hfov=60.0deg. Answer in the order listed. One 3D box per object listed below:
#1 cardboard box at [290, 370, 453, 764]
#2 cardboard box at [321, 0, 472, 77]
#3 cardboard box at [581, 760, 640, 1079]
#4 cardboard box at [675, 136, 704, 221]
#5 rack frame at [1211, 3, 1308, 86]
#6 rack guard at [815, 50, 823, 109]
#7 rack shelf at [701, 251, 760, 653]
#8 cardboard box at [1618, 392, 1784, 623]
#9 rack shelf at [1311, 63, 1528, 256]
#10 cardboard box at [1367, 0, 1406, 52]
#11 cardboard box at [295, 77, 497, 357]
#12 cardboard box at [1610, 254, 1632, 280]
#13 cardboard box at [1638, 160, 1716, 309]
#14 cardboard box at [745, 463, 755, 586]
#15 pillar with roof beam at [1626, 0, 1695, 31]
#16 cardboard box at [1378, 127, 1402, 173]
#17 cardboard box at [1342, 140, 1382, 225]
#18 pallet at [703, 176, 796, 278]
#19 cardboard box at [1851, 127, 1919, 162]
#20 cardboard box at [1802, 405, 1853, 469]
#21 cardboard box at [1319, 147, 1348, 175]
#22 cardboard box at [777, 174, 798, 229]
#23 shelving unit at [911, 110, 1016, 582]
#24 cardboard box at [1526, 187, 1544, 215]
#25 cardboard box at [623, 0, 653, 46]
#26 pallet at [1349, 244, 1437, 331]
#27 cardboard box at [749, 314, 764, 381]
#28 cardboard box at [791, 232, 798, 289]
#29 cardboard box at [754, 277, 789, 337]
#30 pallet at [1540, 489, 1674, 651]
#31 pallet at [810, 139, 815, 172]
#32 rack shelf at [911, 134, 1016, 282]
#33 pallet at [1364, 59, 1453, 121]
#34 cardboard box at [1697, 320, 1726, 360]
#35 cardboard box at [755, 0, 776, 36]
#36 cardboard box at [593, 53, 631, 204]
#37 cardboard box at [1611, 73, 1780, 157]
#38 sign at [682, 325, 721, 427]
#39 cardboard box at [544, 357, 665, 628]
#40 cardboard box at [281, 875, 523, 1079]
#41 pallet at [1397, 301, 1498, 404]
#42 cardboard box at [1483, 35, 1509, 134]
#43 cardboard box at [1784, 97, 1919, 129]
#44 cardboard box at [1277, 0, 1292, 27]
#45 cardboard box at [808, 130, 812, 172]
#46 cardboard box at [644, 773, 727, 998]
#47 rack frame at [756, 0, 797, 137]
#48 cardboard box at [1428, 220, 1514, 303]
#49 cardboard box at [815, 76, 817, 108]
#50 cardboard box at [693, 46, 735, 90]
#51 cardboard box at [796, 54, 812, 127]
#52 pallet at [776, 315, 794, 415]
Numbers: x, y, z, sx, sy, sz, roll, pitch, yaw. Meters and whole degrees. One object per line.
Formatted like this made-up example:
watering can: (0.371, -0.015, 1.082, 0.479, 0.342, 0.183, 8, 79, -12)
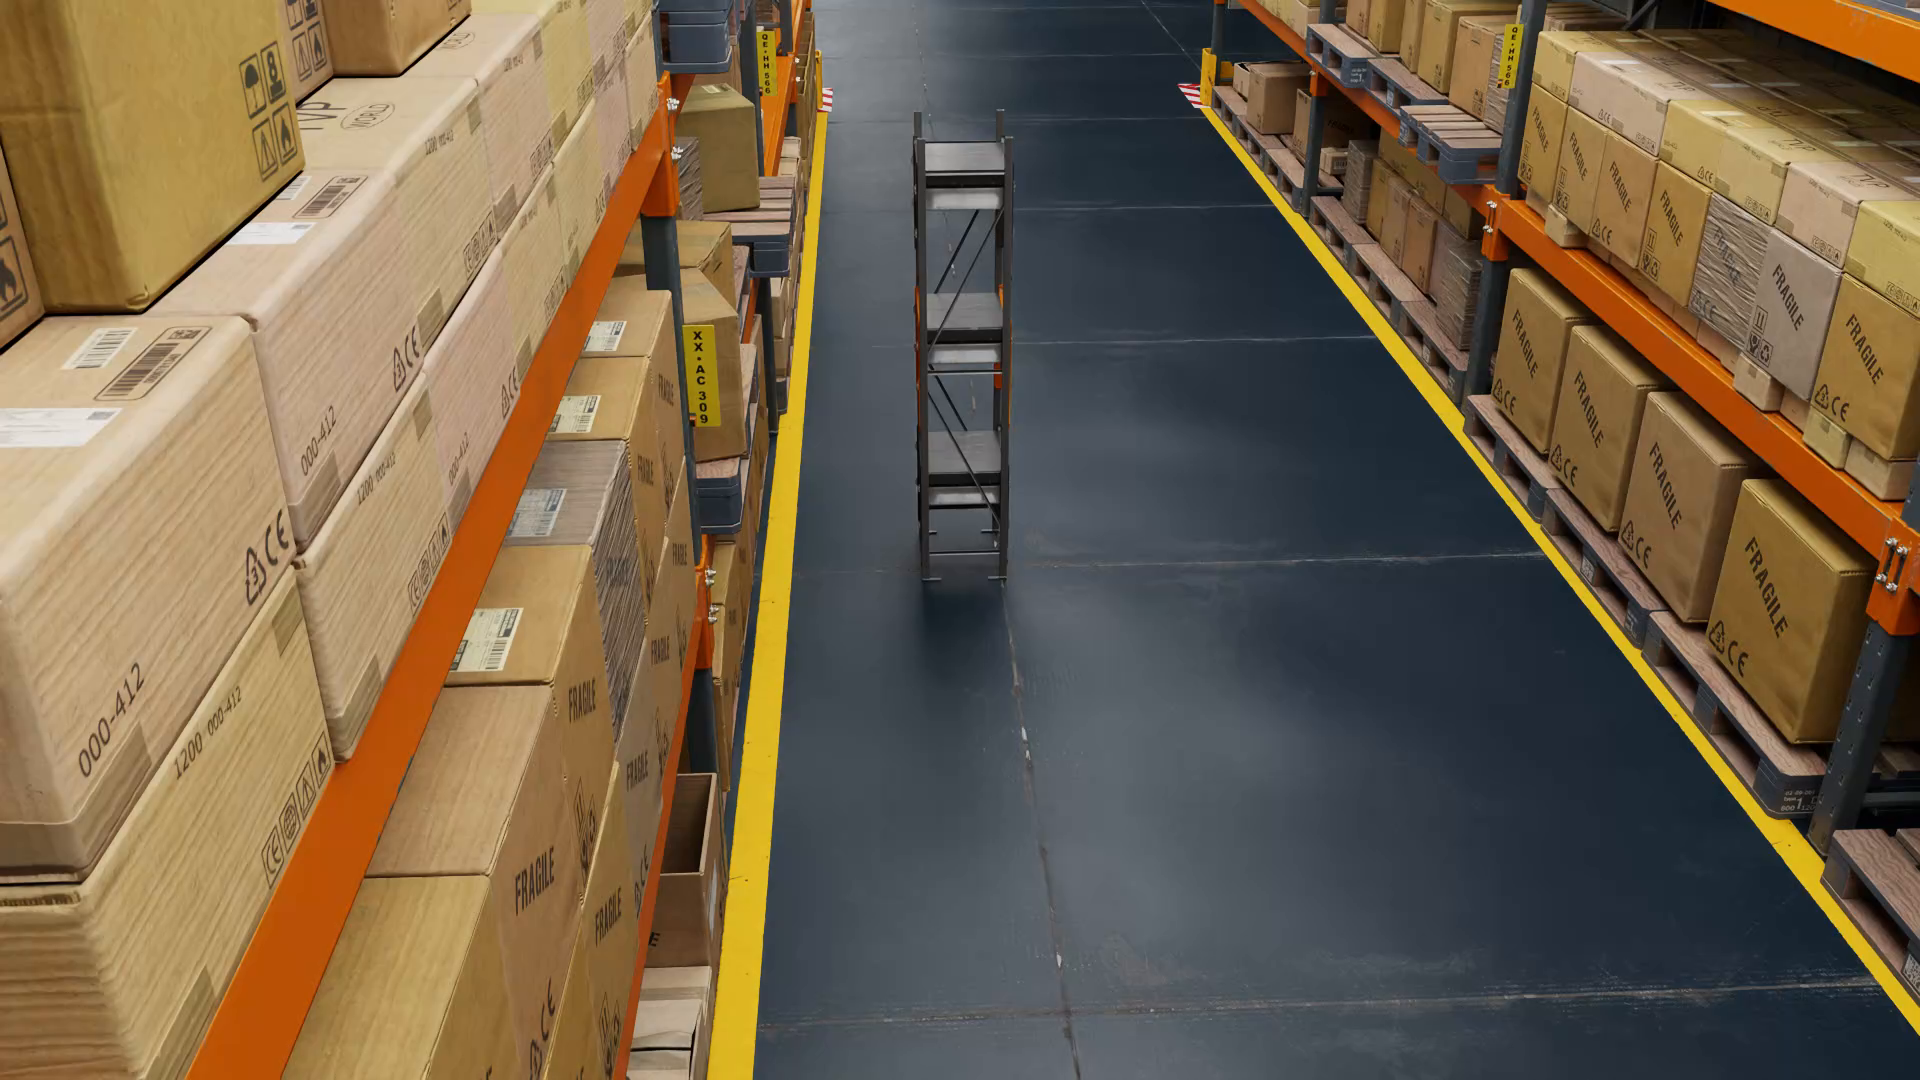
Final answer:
cardboard box: (-0.900, 0.017, 1.892, 0.500, 0.250, 0.500, -1, 28, -3)
cardboard box: (-1.164, -0.994, 2.478, 0.700, 0.500, 0.500, -1, 28, -3)
cardboard box: (-0.954, 0.799, 3.367, 0.500, 0.500, 0.500, -1, 28, -2)
cardboard box: (-1.529, -1.455, 7.233, 0.700, 0.500, 0.500, 4, 28, 7)
rack frame: (2.997, -5.755, 16.041, 1.000, 3.000, 0.127, -1, 28, -3)
rack guard: (-1.951, -4.536, 16.407, 1.175, 0.500, 0.348, -1, 28, -3)
rack shelf: (-1.427, -0.697, 7.120, 1.077, 0.370, 4.000, -1, 28, -3)
cardboard box: (3.411, -0.154, 7.172, 0.750, 0.750, 0.750, -1, 28, -1)
rack shelf: (3.311, -2.665, 10.894, 1.077, 0.370, 4.000, -1, 28, -3)
cardboard box: (3.221, -3.653, 11.427, 0.700, 0.500, 0.500, 1, 28, 3)
cardboard box: (-0.932, -0.435, 2.219, 0.500, 0.250, 0.500, -1, 28, -3)
cardboard box: (3.293, -1.326, 7.799, 0.380, 0.149, 0.250, -1, 28, -2)
cardboard box: (3.263, -1.304, 7.054, 0.500, 0.500, 0.500, -1, 28, -1)
cardboard box: (-1.188, -0.118, 7.461, 0.500, 0.500, 0.500, -2, 28, -5)
pillar with roof beam: (-0.088, -5.238, 8.561, 9.100, 9.000, 0.400, -1, 28, -3)
cardboard box: (3.288, -2.784, 11.761, 0.500, 0.250, 0.500, -2, 28, -4)
cardboard box: (3.261, -2.655, 12.324, 0.700, 0.500, 0.500, 0, 28, -1)
pallet: (-1.426, -1.543, 8.172, 1.213, 0.211, 1.003, -1, 28, -3)
cardboard box: (3.795, -1.422, 6.471, 0.500, 0.250, 0.500, -2, 28, -4)
cardboard box: (3.287, -0.376, 5.977, 0.380, 0.149, 0.250, -1, 28, -2)
cardboard box: (3.148, -3.093, 13.525, 0.380, 0.166, 0.250, -5, 28, -9)
cardboard box: (-1.376, -2.351, 11.427, 0.500, 0.311, 0.500, -1, 28, -3)
shelving unit: (0.009, -0.855, 7.618, 0.431, 2.100, 0.503, -1, 28, -3)
cardboard box: (3.201, -1.800, 8.708, 0.380, 0.149, 0.250, -2, 28, -3)
cardboard box: (-1.026, -1.359, 3.990, 0.500, 0.250, 0.500, -1, 28, -3)
pallet: (3.315, -1.747, 11.371, 1.003, 0.211, 1.213, -1, 28, -3)
cardboard box: (-1.241, -0.906, 8.160, 0.500, 0.250, 0.500, 0, 28, -1)
cardboard box: (-1.352, -1.864, 11.100, 0.500, 0.250, 0.500, -1, 28, -2)
cardboard box: (-1.266, -1.404, 9.611, 0.500, 0.311, 0.500, 0, 28, -1)
pallet: (3.442, 0.104, 7.823, 1.003, 0.211, 1.213, -1, 28, -3)
pallet: (-1.807, -3.483, 14.700, 1.003, 0.211, 1.213, -1, 28, -3)
rack shelf: (0.009, -1.463, 7.300, 0.431, 0.518, 0.480, -1, 28, -3)
pallet: (3.271, -2.889, 10.752, 1.003, 0.211, 1.213, -1, 28, -3)
cardboard box: (3.301, -0.848, 6.882, 0.380, 0.149, 0.250, -2, 28, -4)
cardboard box: (-1.770, -4.036, 12.636, 0.700, 0.500, 0.500, -2, 28, -4)
cardboard box: (-1.016, -0.906, 3.662, 0.500, 0.250, 0.500, -1, 28, -3)
cardboard box: (3.240, -1.883, 7.355, 0.500, 0.250, 0.500, -1, 28, -2)
sign: (-0.781, -0.492, 5.014, 0.100, 0.325, 0.005, -1, 28, -3)
cardboard box: (-1.008, -0.116, 4.039, 0.500, 0.500, 0.500, -2, 28, -4)
cardboard box: (-0.909, 0.815, 2.254, 0.500, 0.500, 0.500, -1, 28, -2)
pallet: (3.376, -1.185, 10.294, 1.003, 0.211, 1.213, -1, 28, -3)
cardboard box: (3.381, -2.517, 9.248, 0.700, 0.500, 0.500, -5, 28, -9)
cardboard box: (3.772, -1.663, 6.933, 0.500, 0.250, 0.500, -2, 28, -4)
cardboard box: (2.861, -4.292, 13.376, 0.500, 0.250, 0.500, -1, 28, -2)
cardboard box: (-1.483, -3.206, 13.672, 0.500, 0.250, 0.500, -1, 28, -3)
cardboard box: (-1.010, 1.078, 5.168, 0.500, 0.500, 0.500, -1, 28, -3)
rack frame: (-1.740, -3.786, 12.266, 1.000, 3.000, 0.127, -1, 28, -3)
cardboard box: (3.415, -1.719, 10.530, 0.700, 0.500, 0.500, -1, 28, -3)
cardboard box: (-1.588, -4.130, 15.443, 0.500, 0.250, 0.500, -1, 28, -3)
cardboard box: (-1.636, -2.758, 10.186, 0.500, 0.500, 0.500, -3, 28, -5)
cardboard box: (-1.504, -3.769, 13.942, 0.500, 0.500, 0.500, -1, 28, -3)
pallet: (-1.536, -1.084, 10.100, 1.003, 0.211, 1.213, -1, 28, -3)
